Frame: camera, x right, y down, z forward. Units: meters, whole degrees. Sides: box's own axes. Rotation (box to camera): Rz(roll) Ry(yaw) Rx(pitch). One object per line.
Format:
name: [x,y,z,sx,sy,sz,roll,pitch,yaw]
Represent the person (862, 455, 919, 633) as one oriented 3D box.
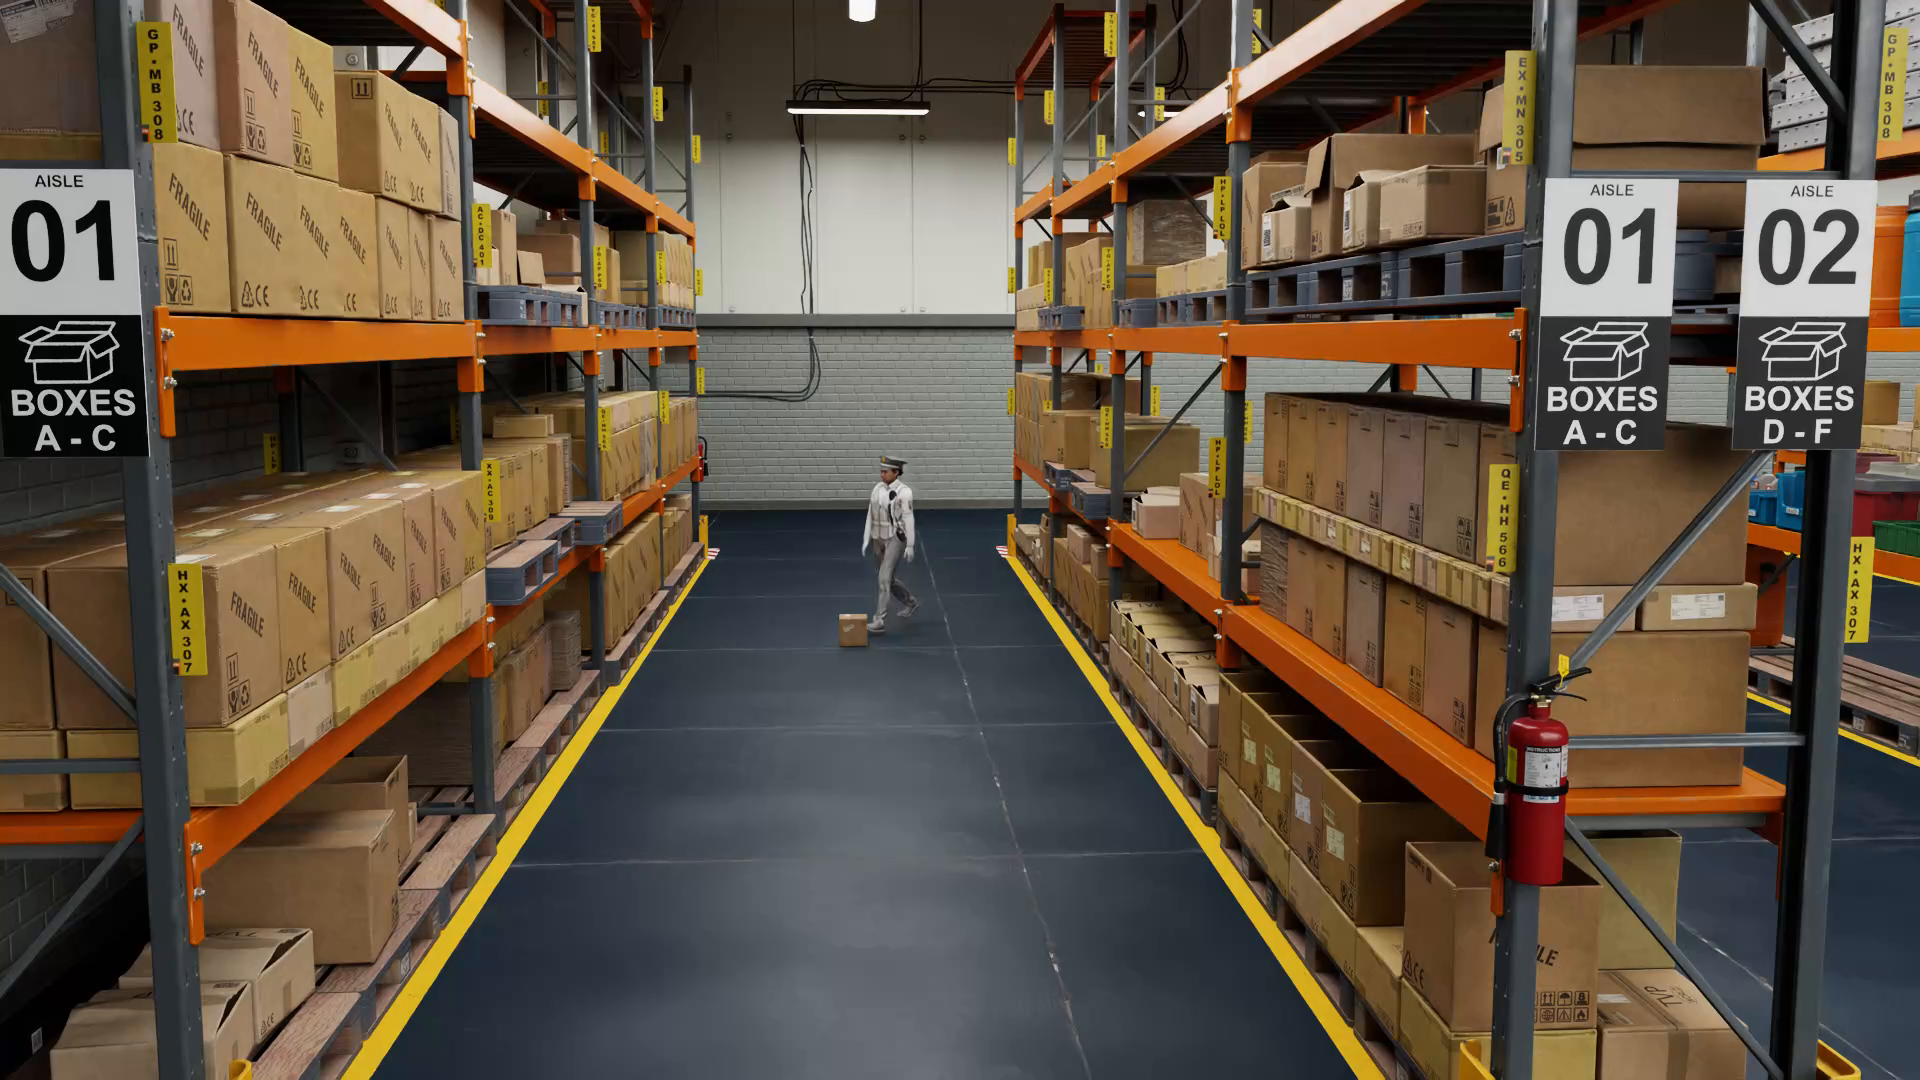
person: [-0.656,0.019,15.584,0.514,1.639,0.894,7,10,43]
